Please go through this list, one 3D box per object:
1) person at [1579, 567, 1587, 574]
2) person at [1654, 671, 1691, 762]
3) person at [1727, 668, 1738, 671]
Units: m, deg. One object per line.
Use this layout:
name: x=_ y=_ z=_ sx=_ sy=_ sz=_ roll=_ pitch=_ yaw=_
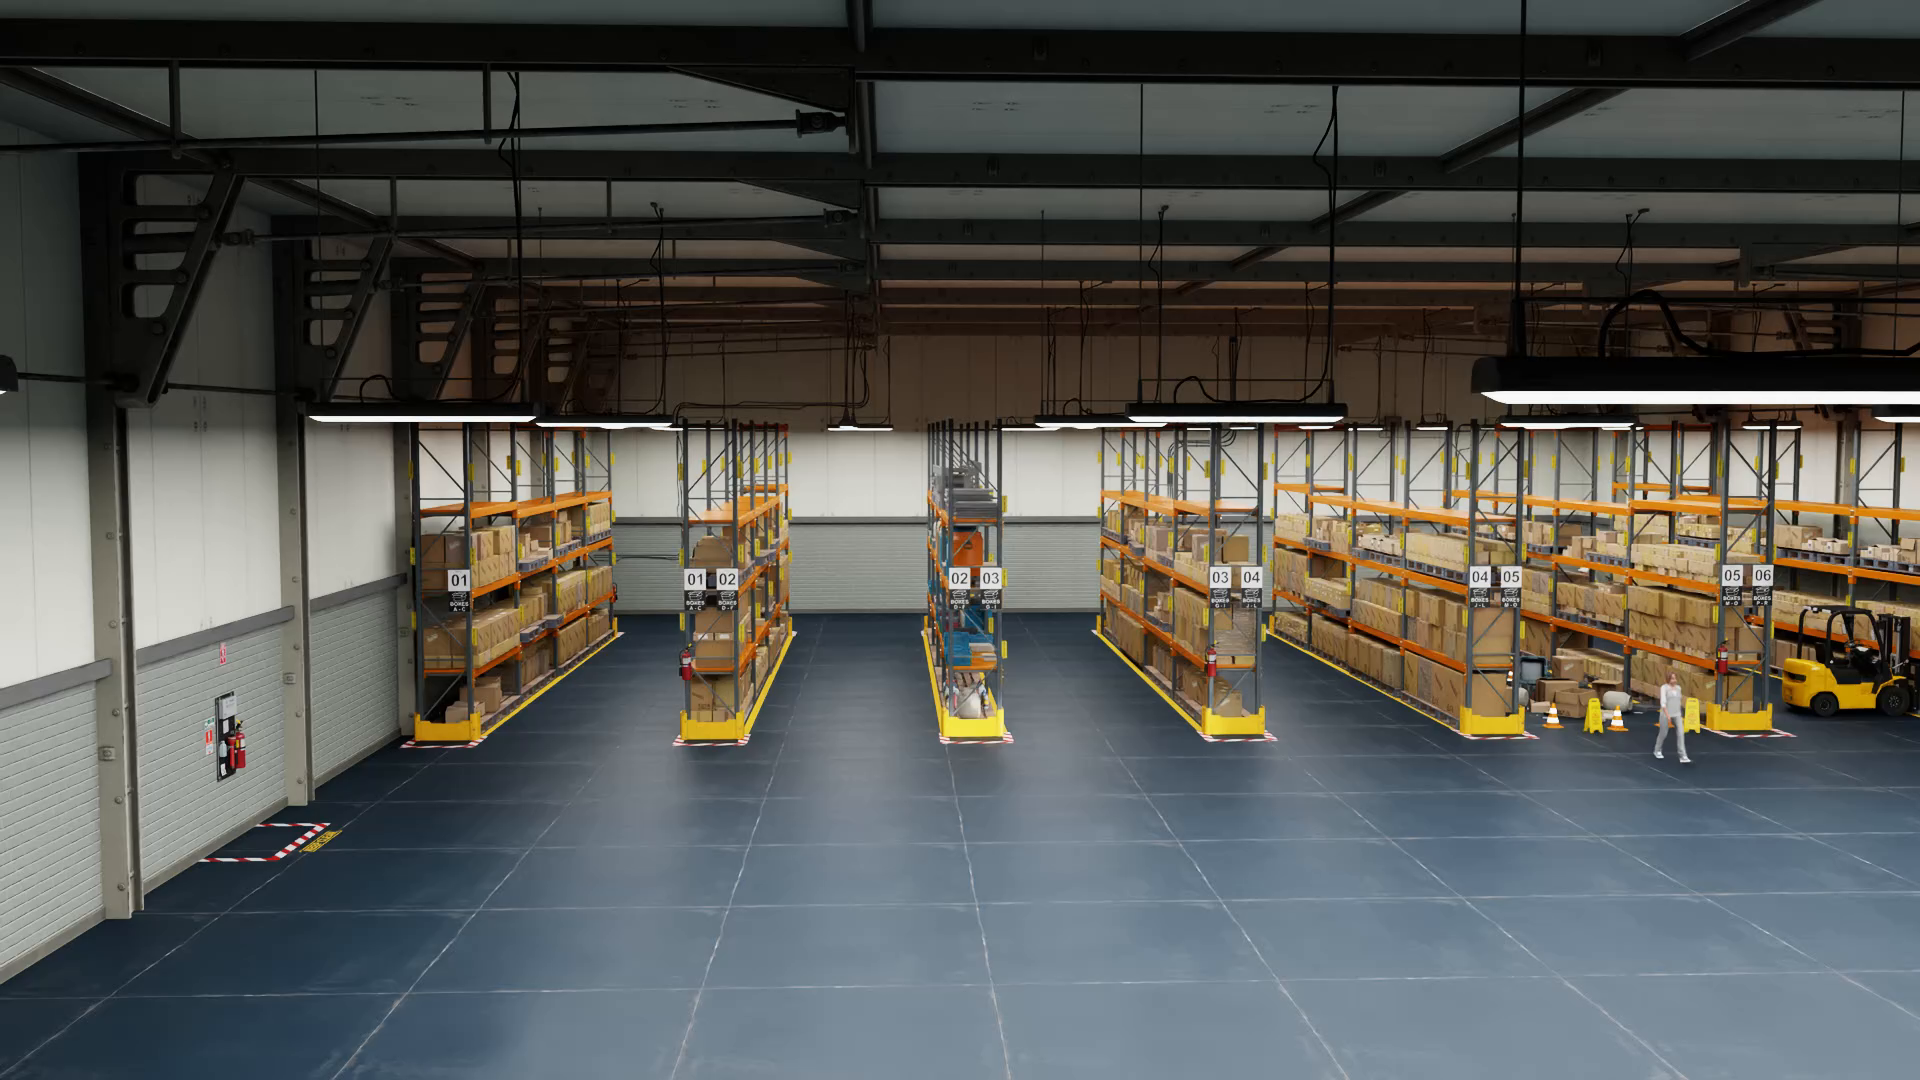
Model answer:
person: x=18.704 y=1.661 z=49.833 sx=0.964 sy=1.740 sz=0.545 roll=-1 pitch=4 yaw=-8
person: x=12.423 y=3.071 z=28.999 sx=0.423 sy=1.569 sz=0.780 roll=0 pitch=4 yaw=3
person: x=16.702 y=2.642 z=36.230 sx=0.546 sy=1.540 sz=0.709 roll=0 pitch=4 yaw=0
